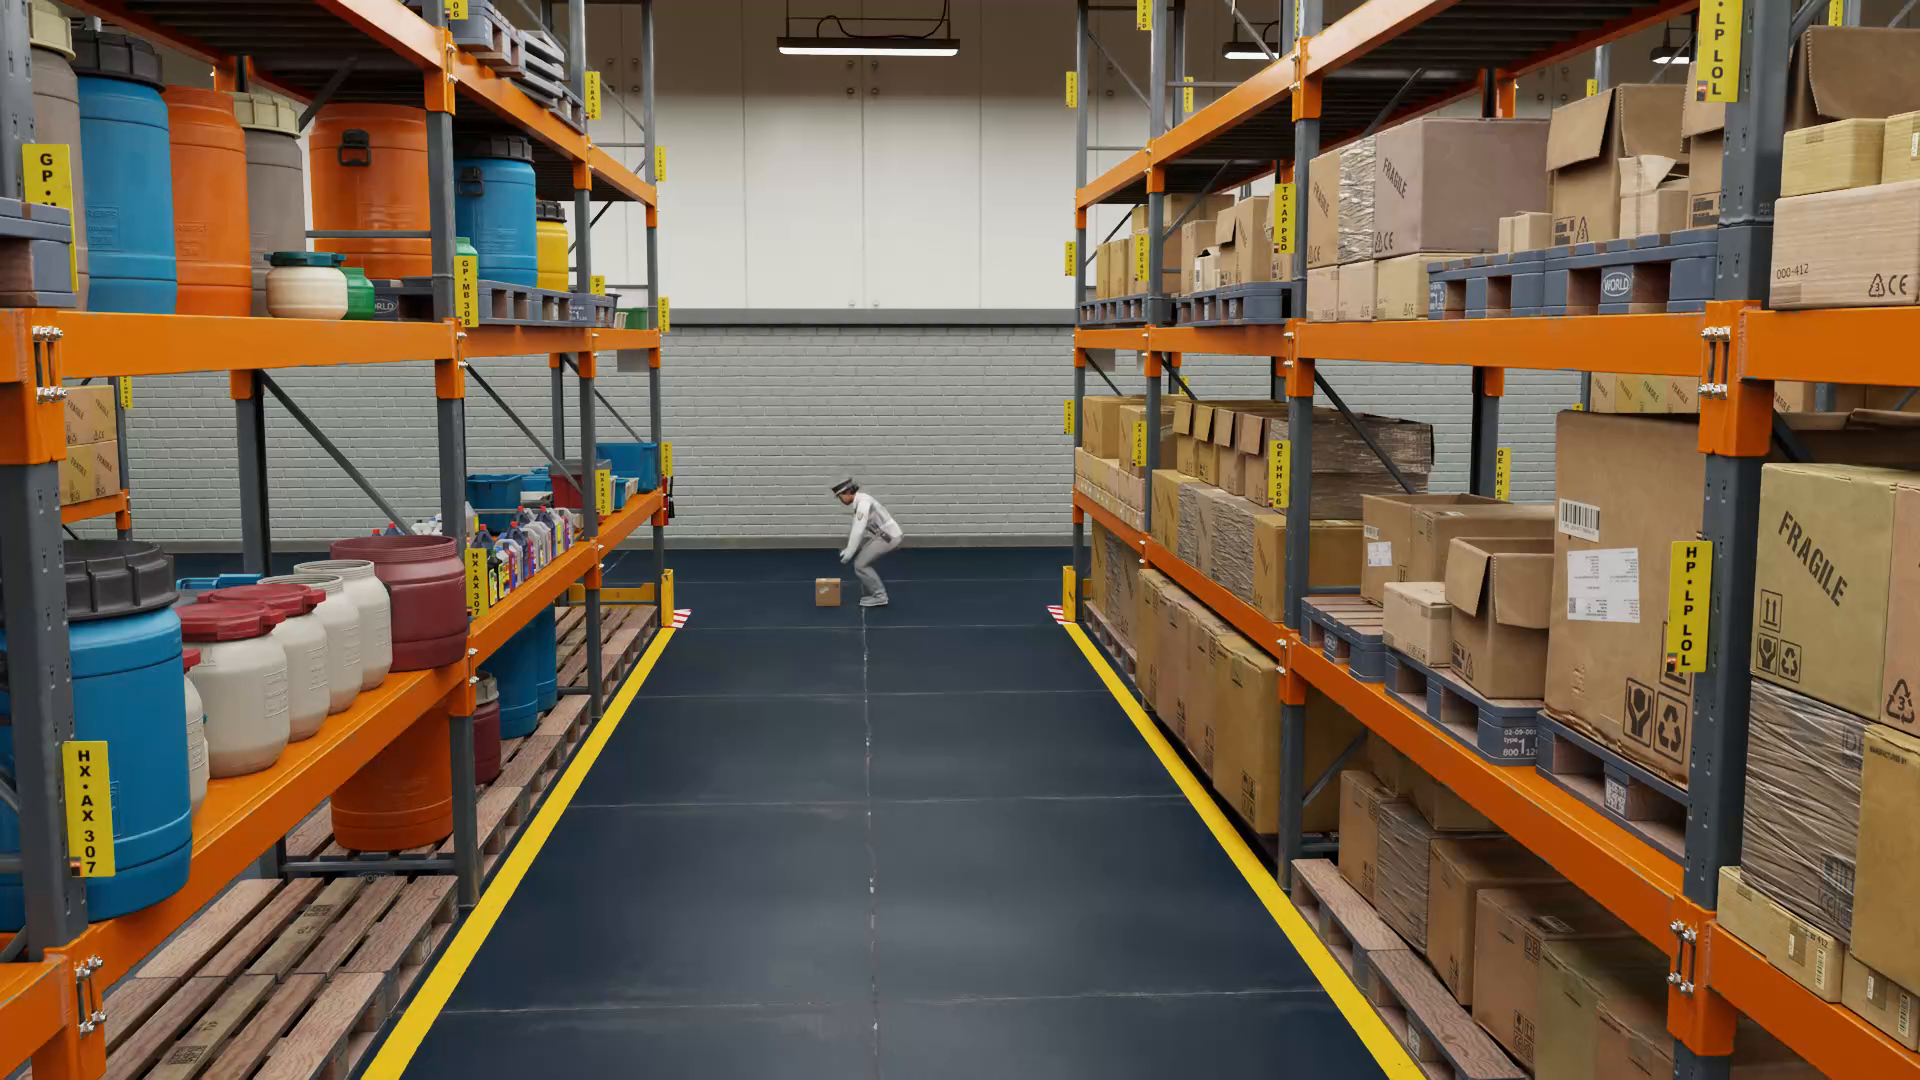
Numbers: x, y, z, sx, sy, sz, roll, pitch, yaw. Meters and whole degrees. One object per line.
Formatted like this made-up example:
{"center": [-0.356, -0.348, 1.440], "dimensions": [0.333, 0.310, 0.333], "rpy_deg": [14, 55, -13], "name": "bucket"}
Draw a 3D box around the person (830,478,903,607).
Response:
{"center": [-0.959, 0.015, 17.075], "dimensions": [0.739, 1.320, 0.534], "rpy_deg": [0, 7, -4], "name": "person"}
